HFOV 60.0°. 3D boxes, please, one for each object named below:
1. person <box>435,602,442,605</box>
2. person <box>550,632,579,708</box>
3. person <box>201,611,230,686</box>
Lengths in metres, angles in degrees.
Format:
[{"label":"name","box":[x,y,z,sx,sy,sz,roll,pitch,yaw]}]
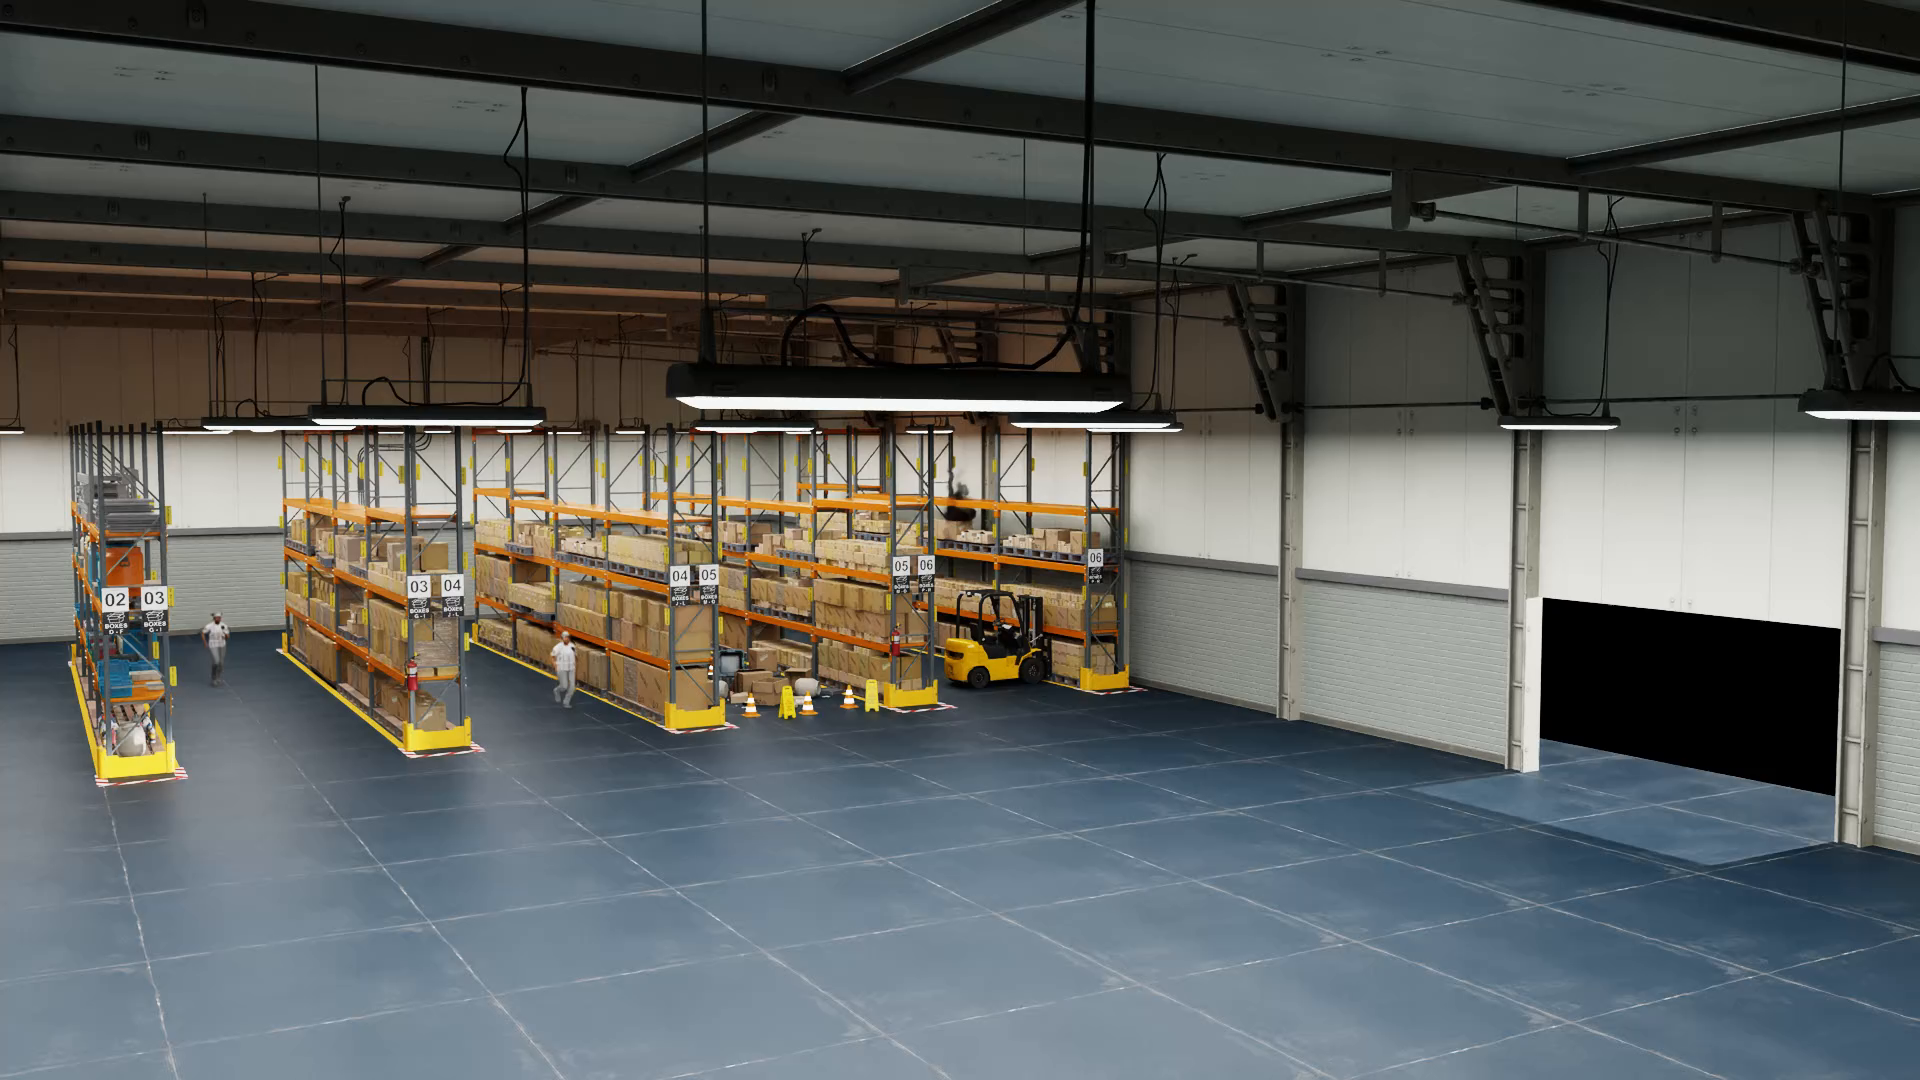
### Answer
[{"label":"person","box":[-14.276,2.071,45.185,0.673,1.707,0.894,-1,4,-13]},{"label":"person","box":[-8.329,2.744,35.150,0.607,1.614,0.551,-3,4,-36]},{"label":"person","box":[-17.170,2.508,38.442,0.542,1.733,0.716,-3,5,-43]}]
